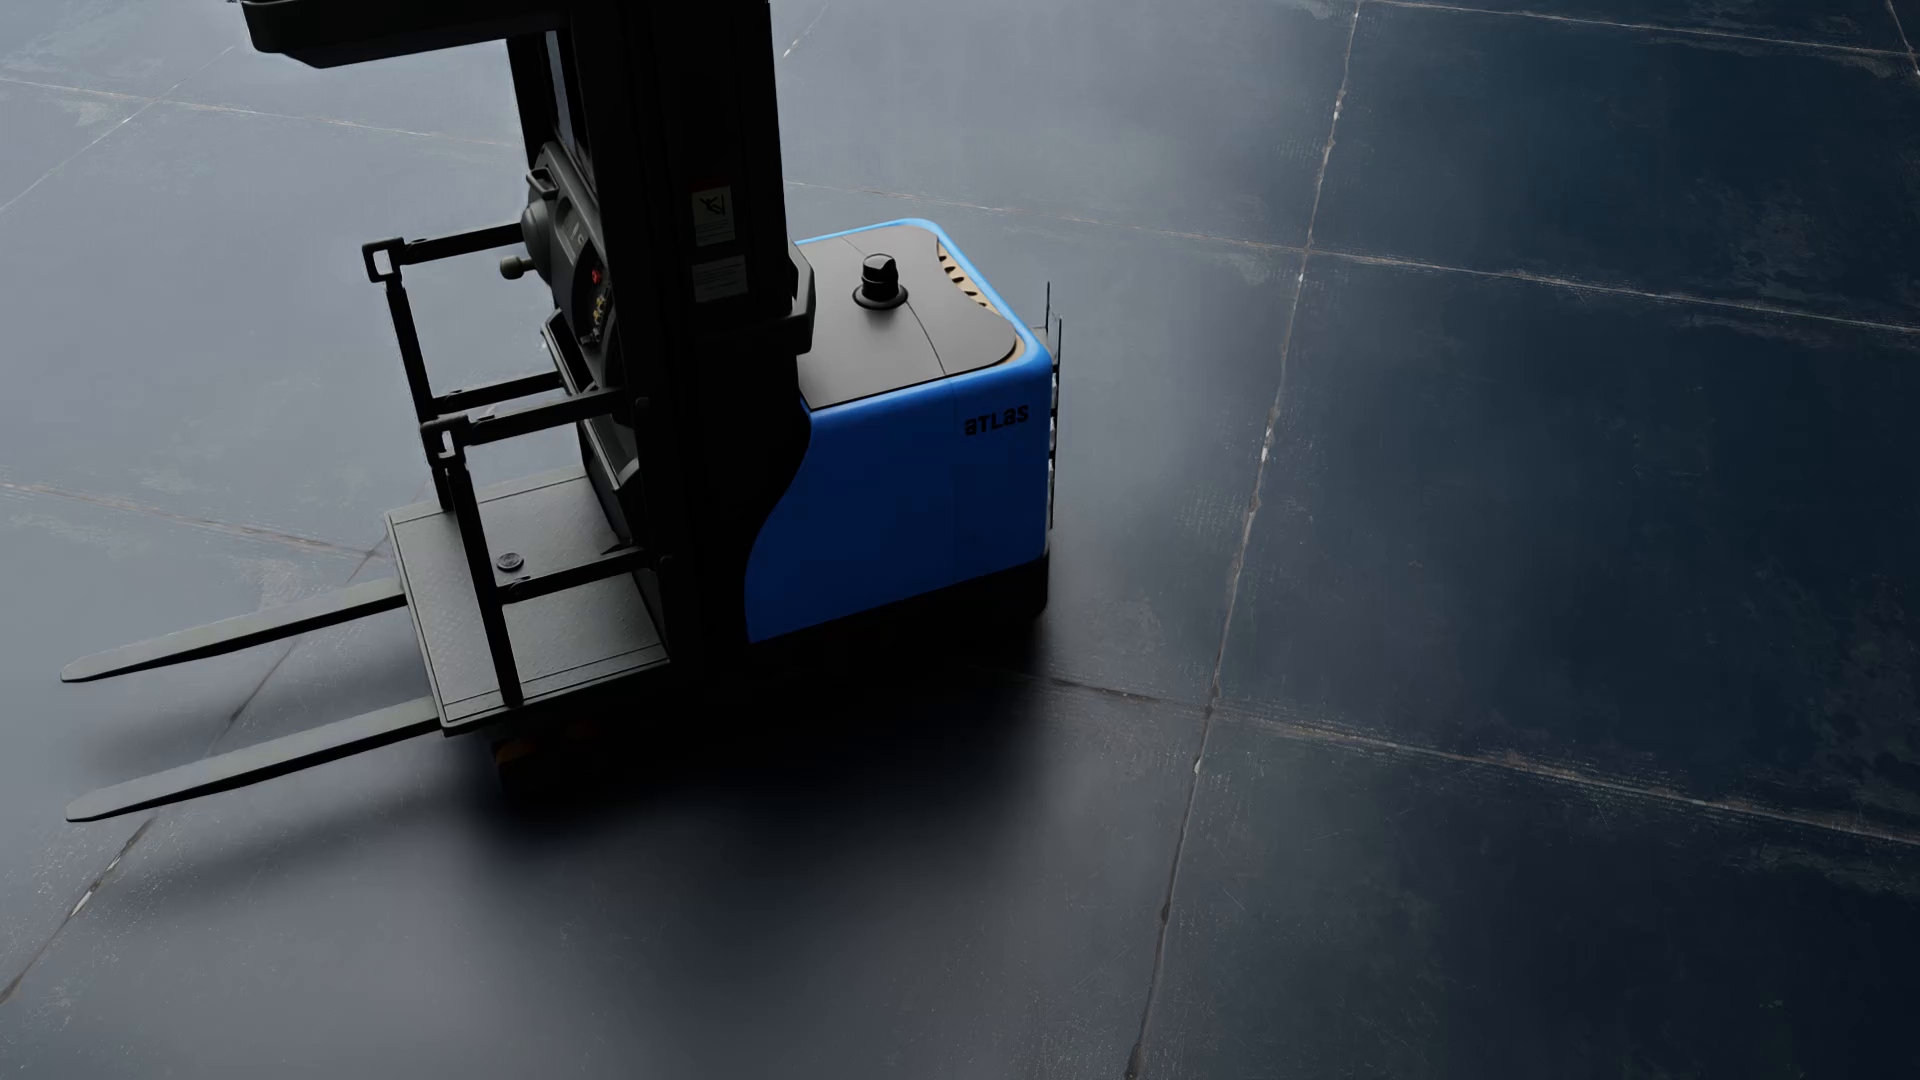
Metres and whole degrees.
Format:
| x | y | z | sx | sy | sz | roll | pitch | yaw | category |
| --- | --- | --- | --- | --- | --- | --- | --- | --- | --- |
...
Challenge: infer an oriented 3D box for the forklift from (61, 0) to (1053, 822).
| x | y | z | sx | sy | sz | roll | pitch | yaw | category |
| --- | --- | --- | --- | --- | --- | --- | --- | --- | --- |
| -1.269 | -0.746 | 4.592 | 3.031 | 2.935 | 1.130 | -16 | 43 | -18 | forklift |

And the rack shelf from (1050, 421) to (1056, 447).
| x | y | z | sx | sy | sz | roll | pitch | yaw | category |
| --- | --- | --- | --- | --- | --- | --- | --- | --- | --- |
| 0.214 | -0.423 | 5.839 | 0.200 | 0.077 | 0.258 | -5 | 40 | -6 | rack shelf |

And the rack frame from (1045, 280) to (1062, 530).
| x | y | z | sx | sy | sz | roll | pitch | yaw | category |
| --- | --- | --- | --- | --- | --- | --- | --- | --- | --- |
| 0.314 | -0.458 | 5.828 | 0.006 | 0.900 | 0.240 | -5 | 40 | -6 | rack frame |

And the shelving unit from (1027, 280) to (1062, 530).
| x | y | z | sx | sy | sz | roll | pitch | yaw | category |
| --- | --- | --- | --- | --- | --- | --- | --- | --- | --- |
| 0.214 | -0.449 | 5.817 | 0.210 | 0.900 | 0.258 | -5 | 40 | -6 | shelving unit |

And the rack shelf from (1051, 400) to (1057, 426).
| x | y | z | sx | sy | sz | roll | pitch | yaw | category |
| --- | --- | --- | --- | --- | --- | --- | --- | --- | --- |
| 0.214 | -0.492 | 5.781 | 0.200 | 0.077 | 0.258 | -5 | 40 | -6 | rack shelf |

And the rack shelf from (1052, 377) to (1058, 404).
| x | y | z | sx | sy | sz | roll | pitch | yaw | category |
| --- | --- | --- | --- | --- | --- | --- | --- | --- | --- |
| 0.214 | -0.561 | 5.723 | 0.200 | 0.077 | 0.258 | -5 | 40 | -6 | rack shelf |

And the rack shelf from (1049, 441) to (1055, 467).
| x | y | z | sx | sy | sz | roll | pitch | yaw | category |
| --- | --- | --- | --- | --- | --- | --- | --- | --- | --- |
| 0.214 | -0.354 | 5.896 | 0.200 | 0.077 | 0.258 | -5 | 40 | -6 | rack shelf |

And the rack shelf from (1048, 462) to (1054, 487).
| x | y | z | sx | sy | sz | roll | pitch | yaw | category |
| --- | --- | --- | --- | --- | --- | --- | --- | --- | --- |
| 0.214 | -0.285 | 5.954 | 0.200 | 0.077 | 0.258 | -5 | 40 | -6 | rack shelf |

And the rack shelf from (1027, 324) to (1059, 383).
| x | y | z | sx | sy | sz | roll | pitch | yaw | category |
| --- | --- | --- | --- | --- | --- | --- | --- | --- | --- |
| 0.214 | -0.630 | 5.665 | 0.200 | 0.077 | 0.258 | -5 | 40 | -6 | rack shelf |
